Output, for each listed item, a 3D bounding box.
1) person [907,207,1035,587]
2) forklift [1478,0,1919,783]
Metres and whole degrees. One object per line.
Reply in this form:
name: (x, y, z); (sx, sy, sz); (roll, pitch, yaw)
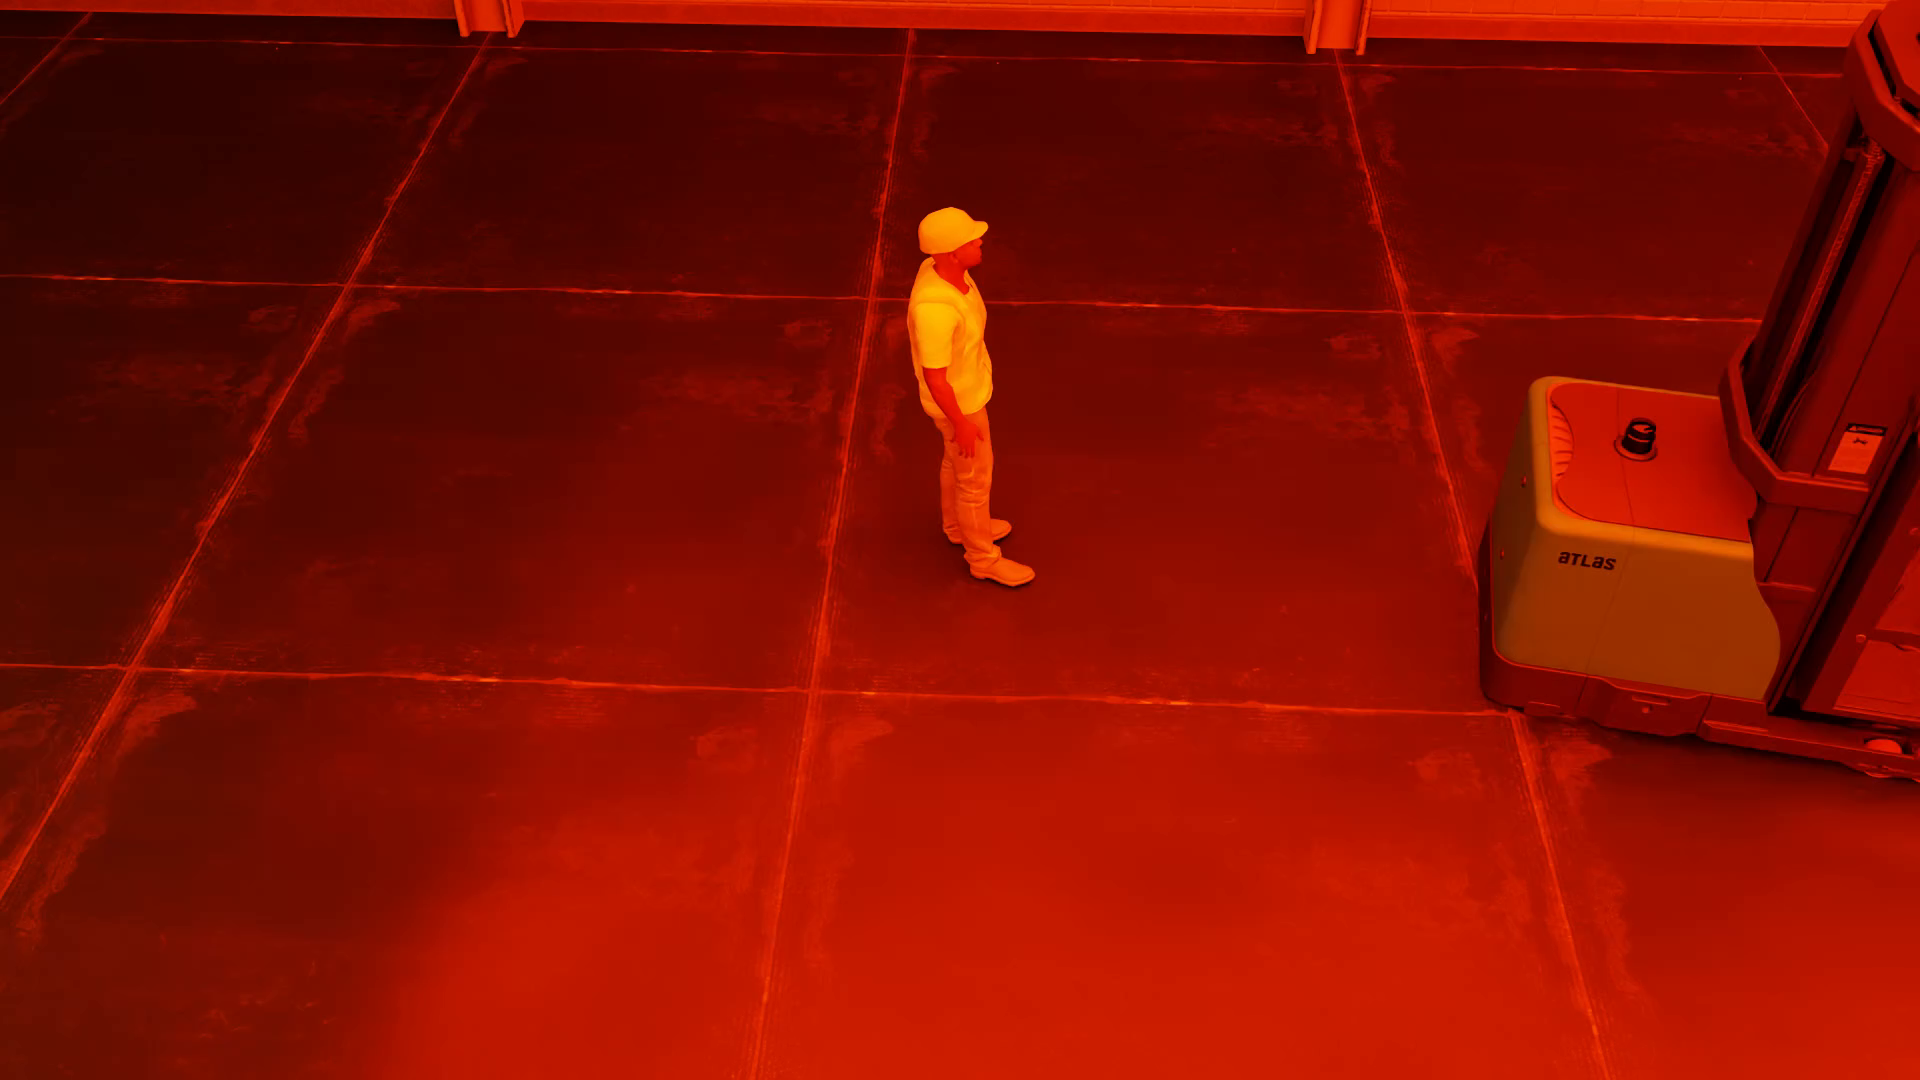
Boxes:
person: (0.069, -0.651, 7.309); (0.577, 1.765, 0.665); (2, 42, 2)
forklift: (3.803, -0.472, 6.259); (3.031, 2.935, 1.130); (8, 43, 9)
